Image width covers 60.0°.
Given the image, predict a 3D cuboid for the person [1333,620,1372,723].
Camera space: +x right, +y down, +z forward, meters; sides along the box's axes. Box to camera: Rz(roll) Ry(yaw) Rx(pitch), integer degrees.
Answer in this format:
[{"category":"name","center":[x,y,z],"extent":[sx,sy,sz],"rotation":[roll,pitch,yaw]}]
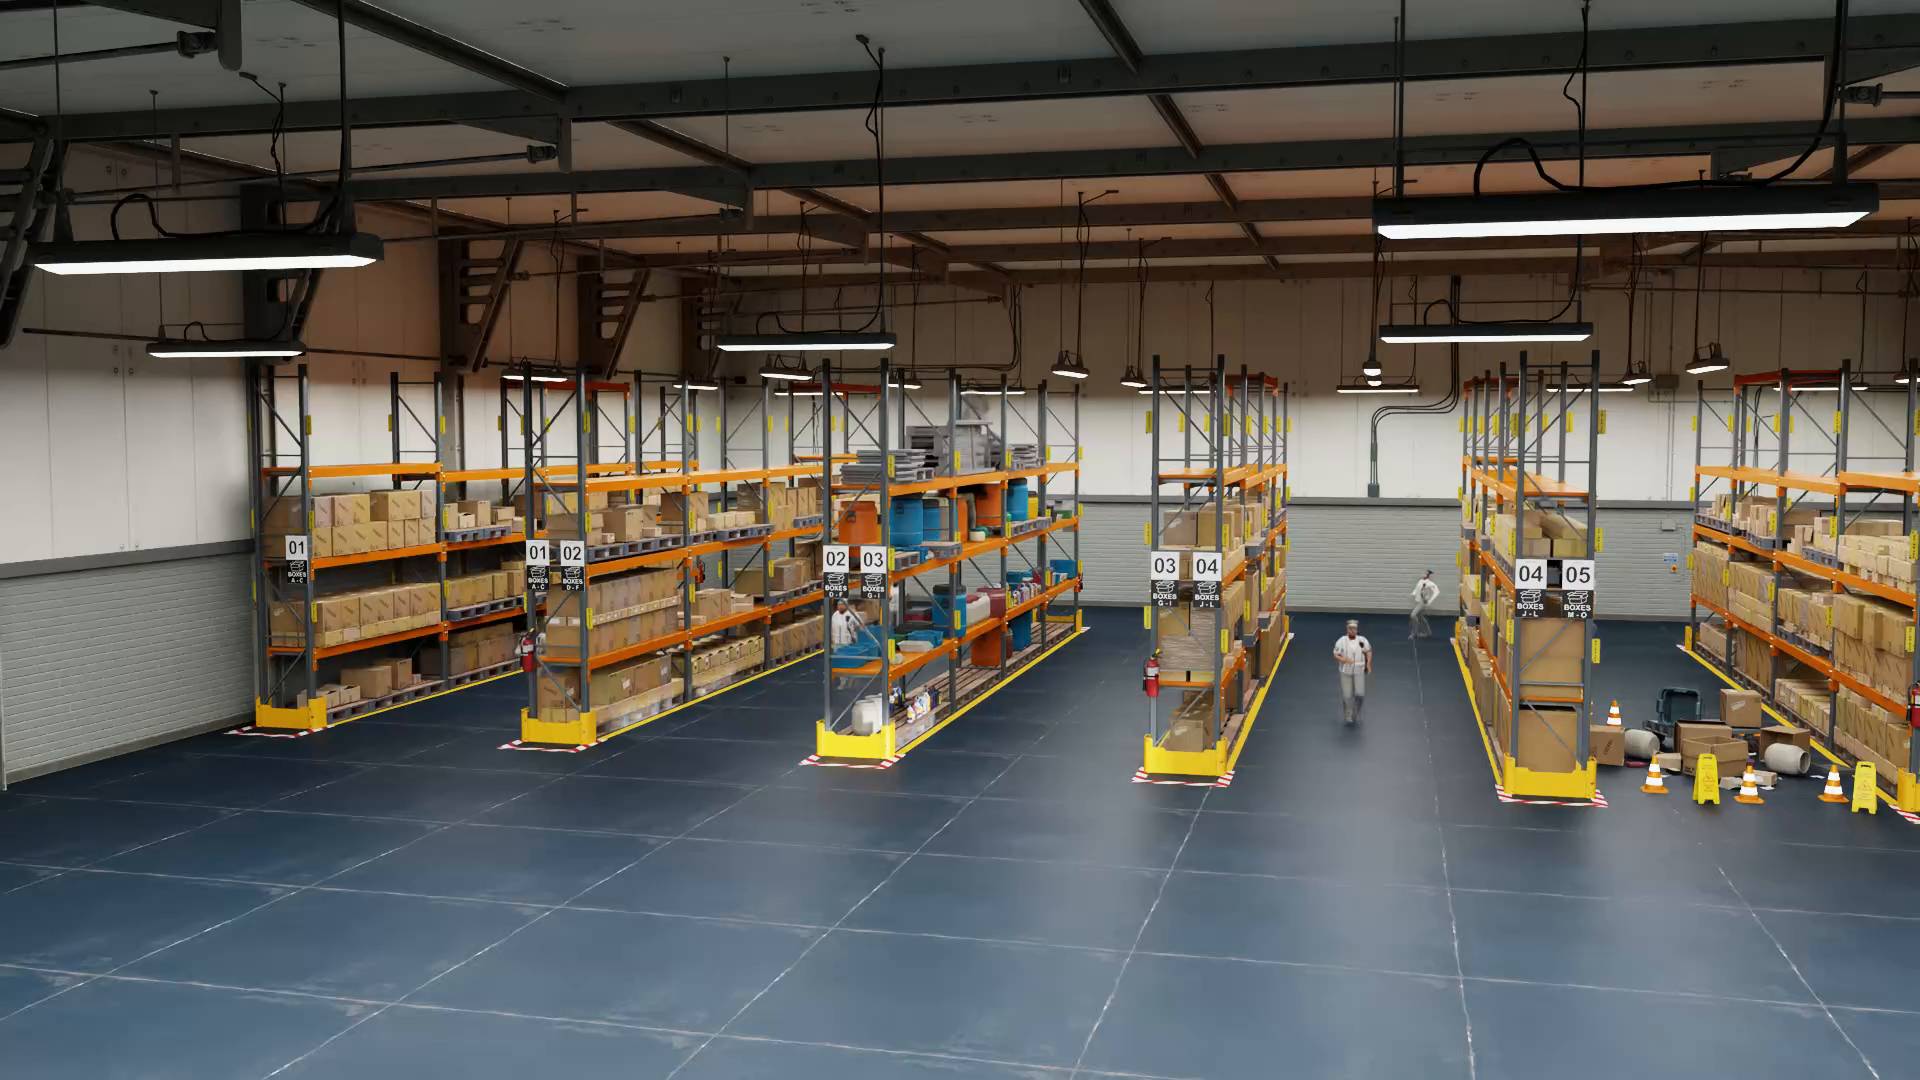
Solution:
[{"category":"person","center":[6.566,2.203,27.773],"extent":[0.646,1.746,0.648],"rotation":[1,4,10]}]

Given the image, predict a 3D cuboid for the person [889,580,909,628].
[{"category":"person","center":[-1.432,1.595,36.887],"extent":[0.570,1.718,0.871],"rotation":[0,4,4]}]

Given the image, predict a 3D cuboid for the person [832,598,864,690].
[{"category":"person","center":[-2.078,1.865,29.658],"extent":[0.635,1.664,0.516],"rotation":[1,4,17]}]

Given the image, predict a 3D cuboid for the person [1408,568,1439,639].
[{"category":"person","center":[10.837,1.504,38.912],"extent":[0.655,1.710,0.670],"rotation":[-1,4,-13]}]

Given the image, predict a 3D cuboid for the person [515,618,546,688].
[{"category":"person","center":[-7.312,2.178,28.481],"extent":[0.602,1.735,0.811],"rotation":[1,4,9]}]
